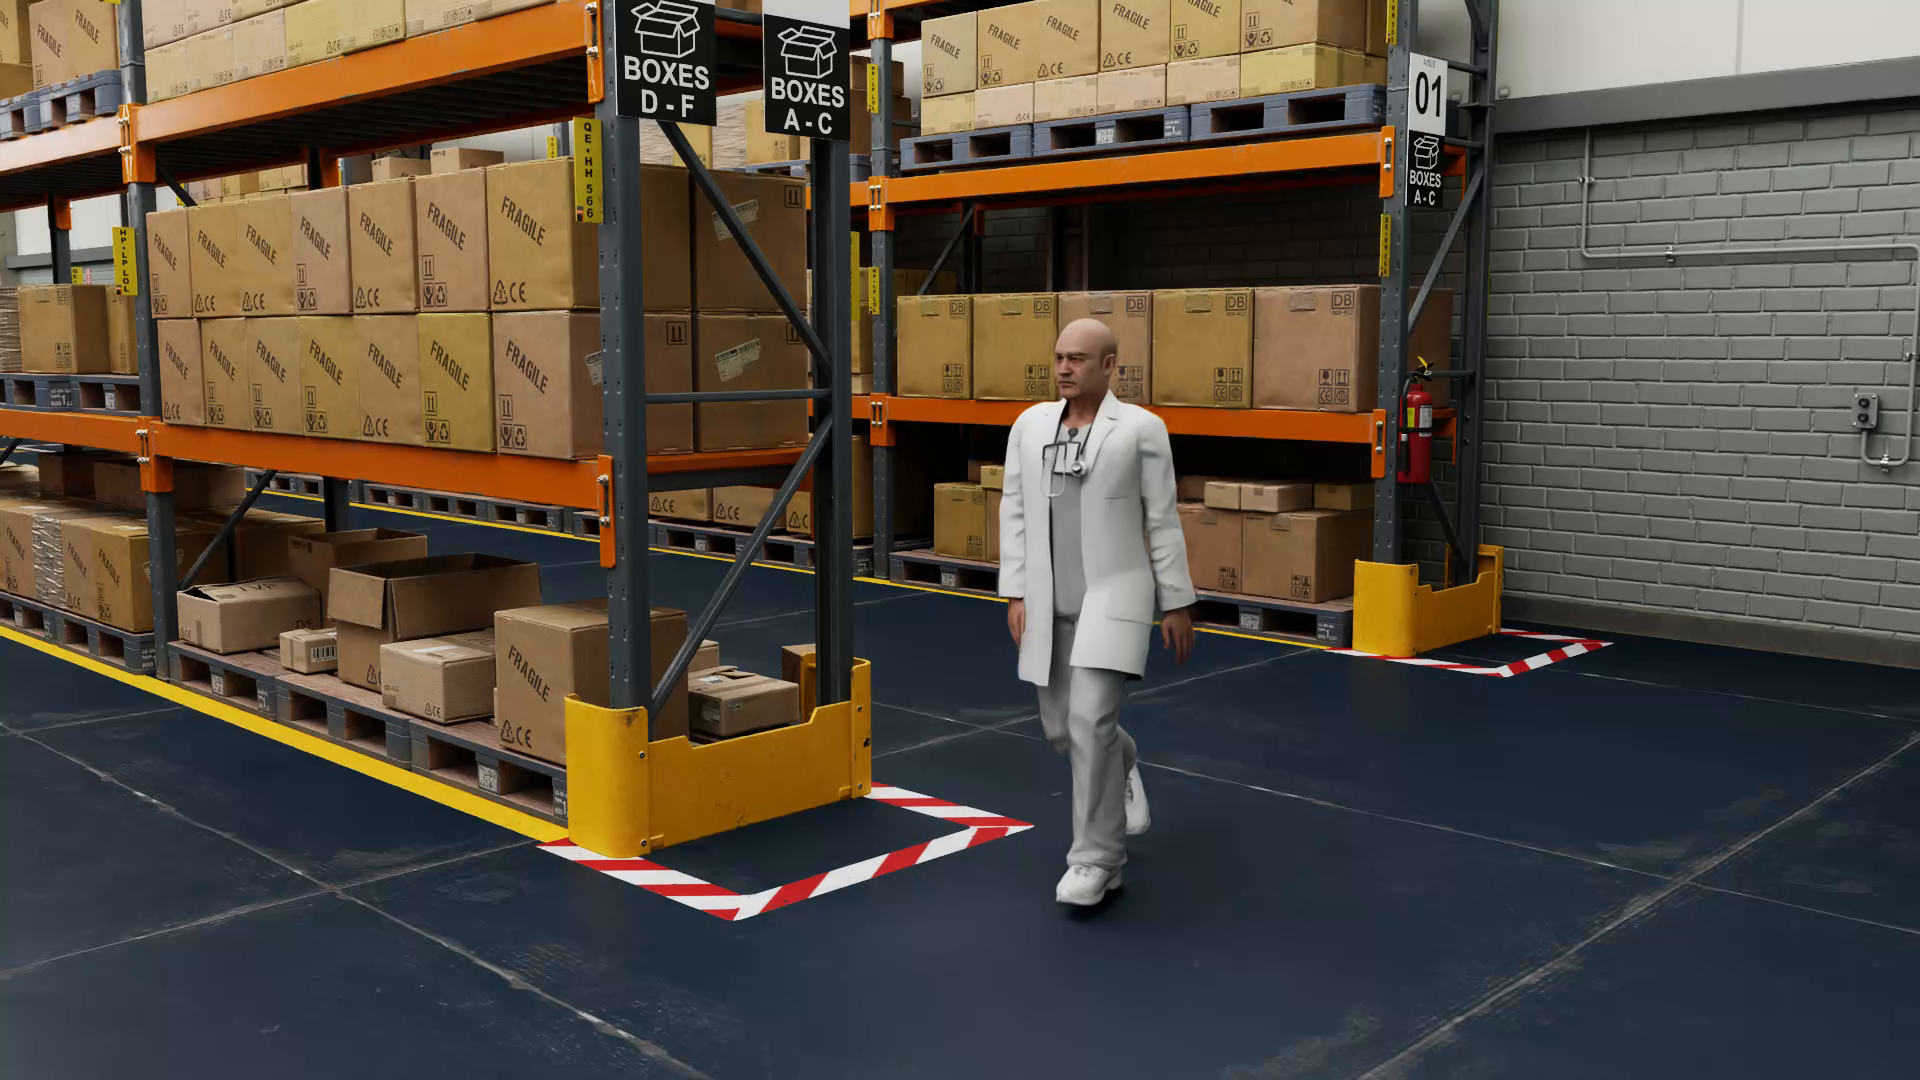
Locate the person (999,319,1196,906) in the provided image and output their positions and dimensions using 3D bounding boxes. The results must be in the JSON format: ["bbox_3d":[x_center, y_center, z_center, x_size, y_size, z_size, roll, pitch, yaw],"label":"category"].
[{"bbox_3d":[0.431,0.184,5.232,0.635,1.745,0.905,3,8,27],"label":"person"}]
